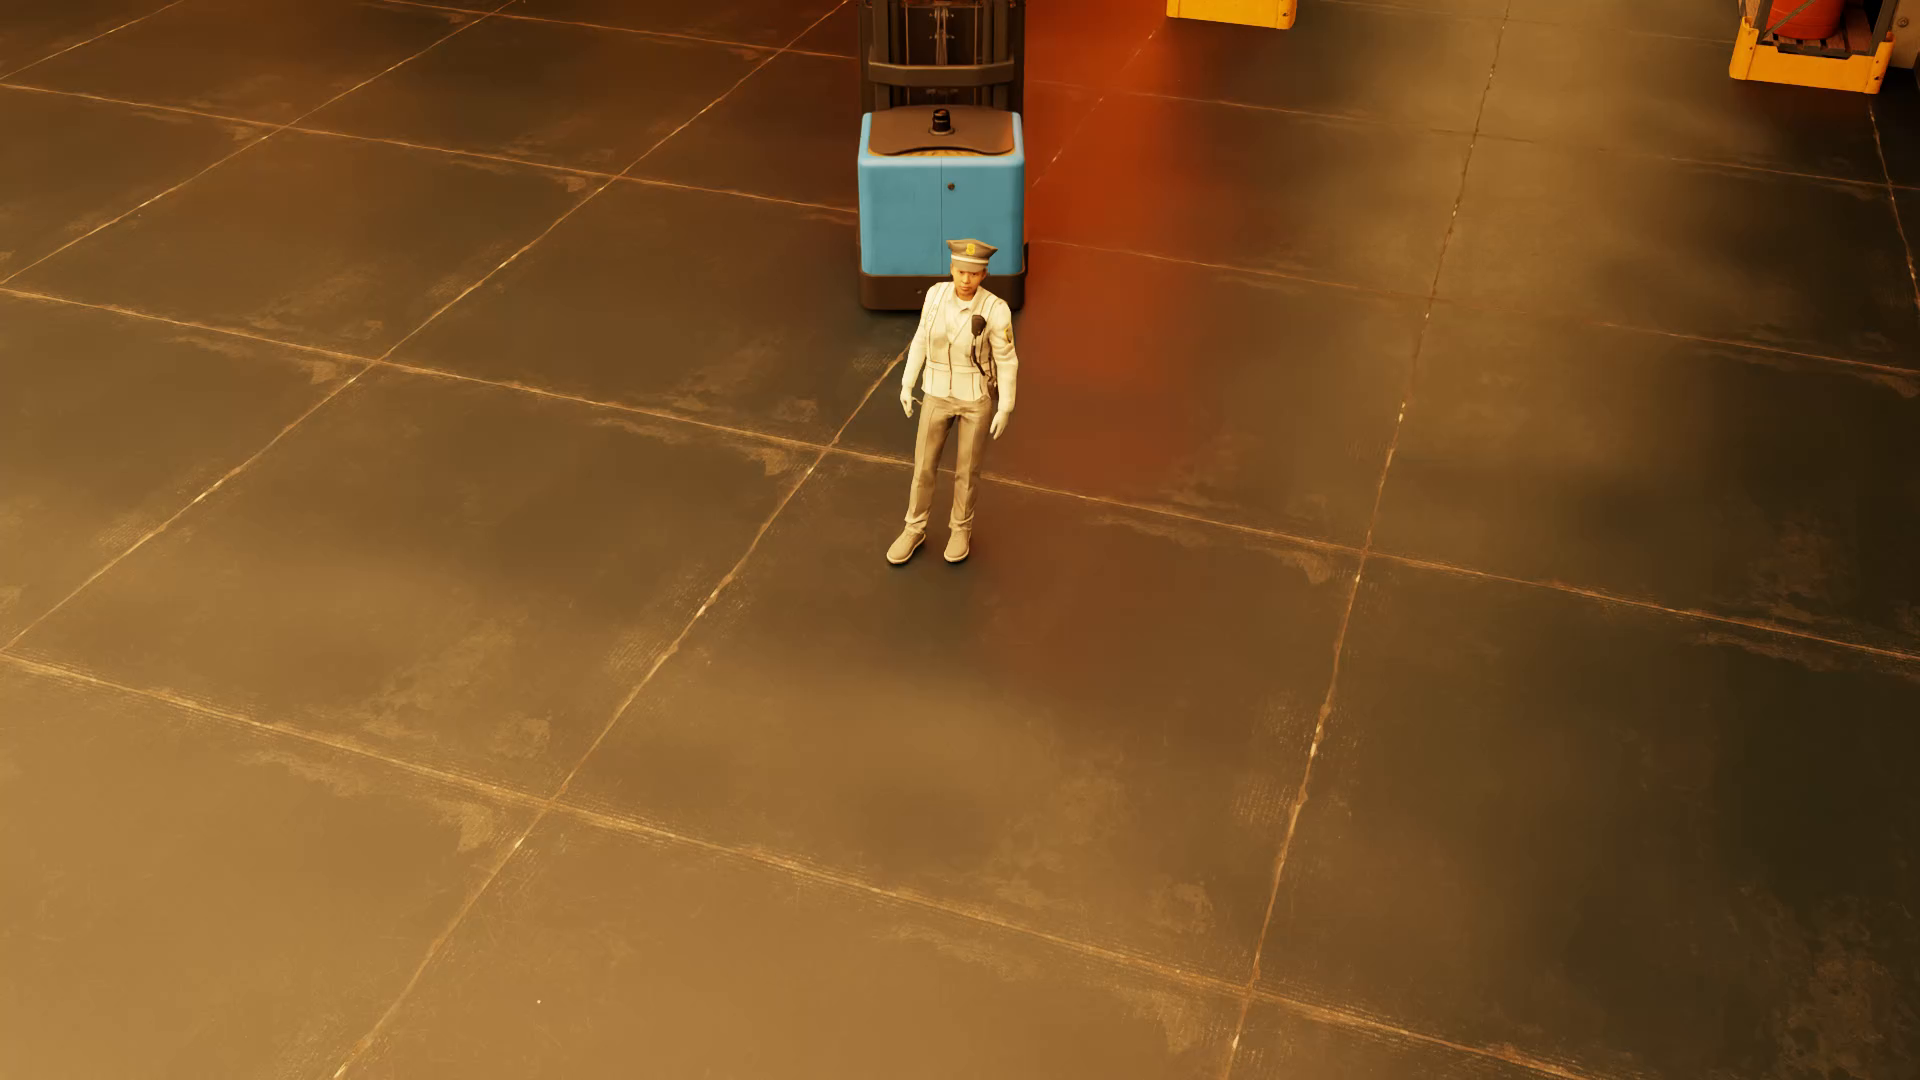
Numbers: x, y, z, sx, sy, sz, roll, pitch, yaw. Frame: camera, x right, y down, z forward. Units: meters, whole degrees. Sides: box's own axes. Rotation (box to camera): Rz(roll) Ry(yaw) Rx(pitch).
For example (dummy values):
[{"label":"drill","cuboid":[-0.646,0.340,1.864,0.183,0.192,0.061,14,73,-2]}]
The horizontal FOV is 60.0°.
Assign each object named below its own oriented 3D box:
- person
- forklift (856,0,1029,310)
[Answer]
[{"label":"person","cuboid":[-0.029,-0.661,8.100,0.588,1.695,0.531,12,37,16]},{"label":"forklift","cuboid":[-0.121,-3.478,11.016,1.130,2.935,3.031,0,35,0]}]
